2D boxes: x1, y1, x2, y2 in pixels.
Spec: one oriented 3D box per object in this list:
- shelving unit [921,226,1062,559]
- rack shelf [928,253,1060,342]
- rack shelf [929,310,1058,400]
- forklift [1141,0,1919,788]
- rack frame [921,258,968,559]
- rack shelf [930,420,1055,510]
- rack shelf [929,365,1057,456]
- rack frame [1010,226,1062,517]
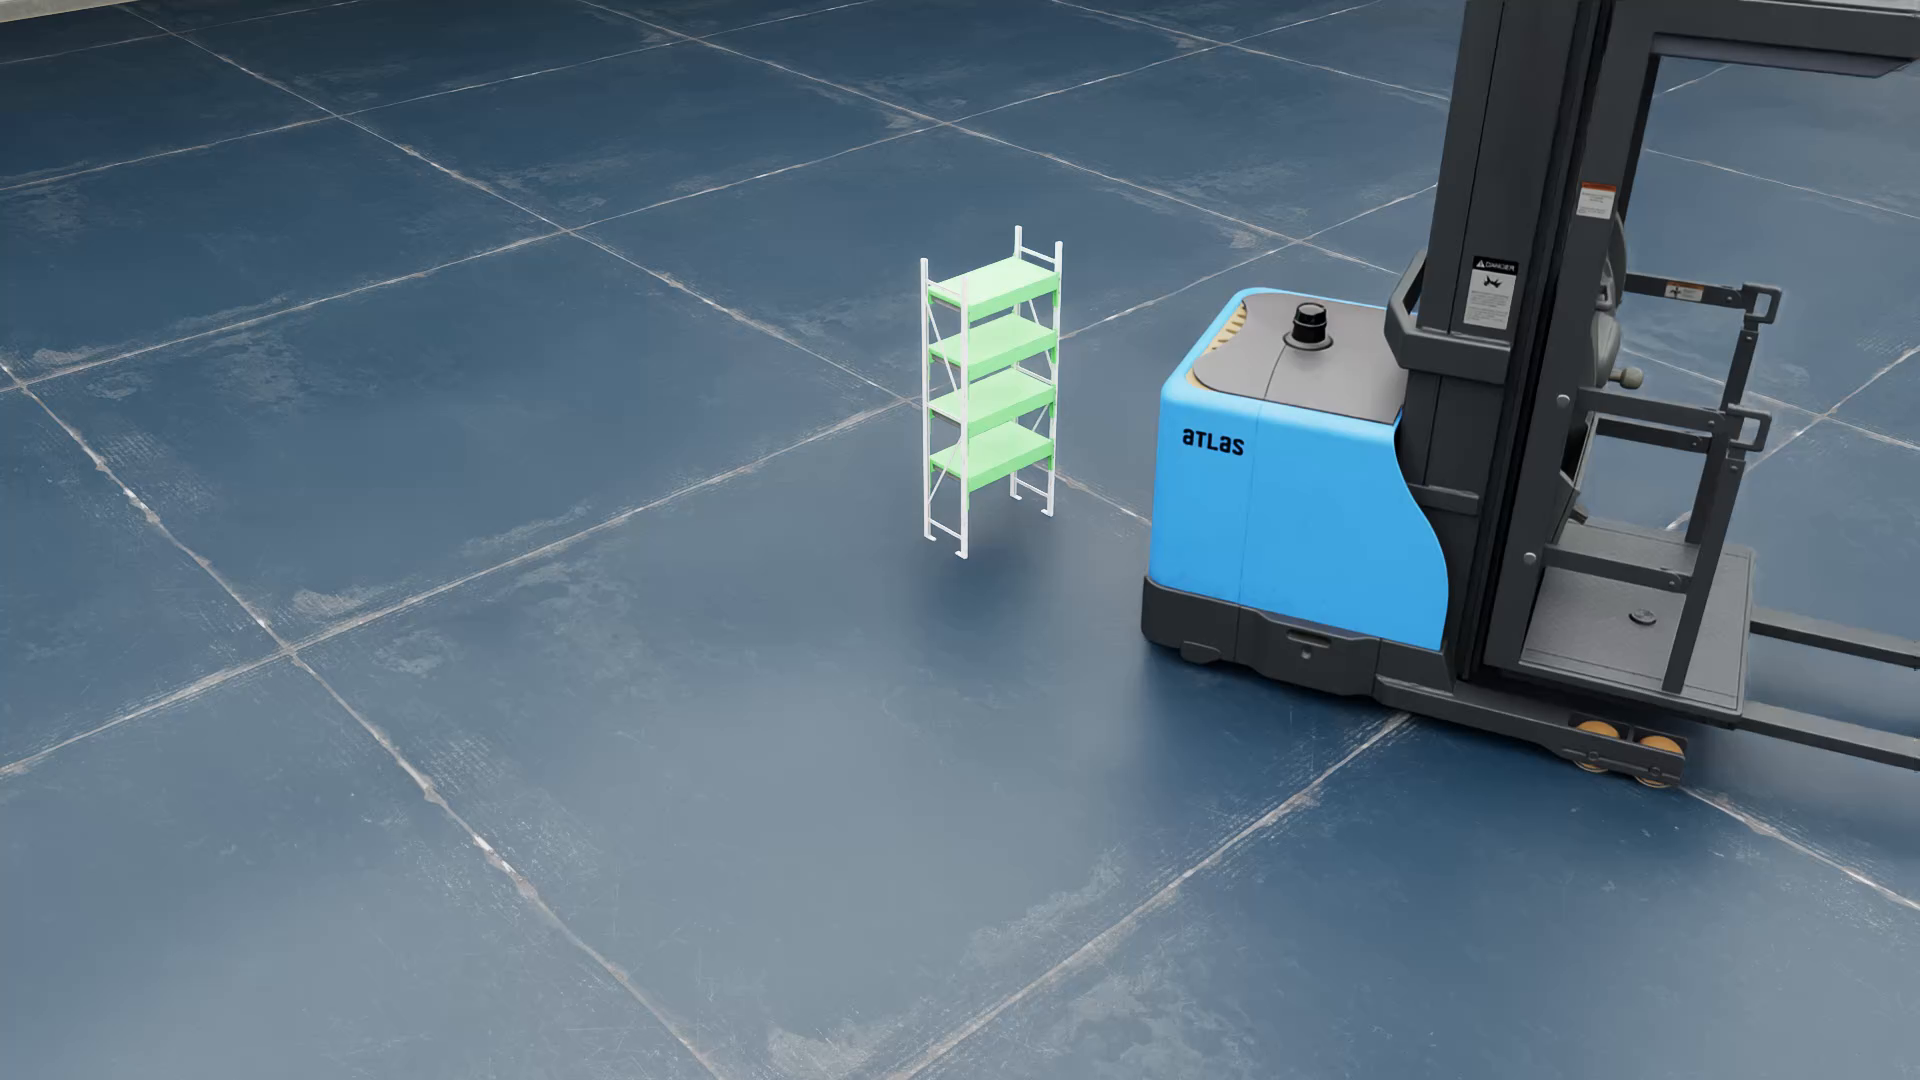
[{"bbox_3d":[0.121,-0.571,6.533,0.503,1.200,0.258,-26,40,-35],"label":"shelving unit"},{"bbox_3d":[0.121,-0.926,6.316,0.480,0.148,0.258,-26,40,-35],"label":"rack shelf"},{"bbox_3d":[0.121,-0.721,6.441,0.480,0.148,0.258,-26,40,-35],"label":"rack shelf"},{"bbox_3d":[2.222,-0.758,5.181,3.031,2.935,1.130,13,34,21],"label":"forklift"},{"bbox_3d":[-0.058,-0.484,6.391,0.015,1.200,0.240,-26,40,-35],"label":"rack frame"},{"bbox_3d":[0.121,-0.311,6.692,0.480,0.148,0.258,-26,40,-35],"label":"rack shelf"},{"bbox_3d":[0.121,-0.516,6.566,0.480,0.148,0.258,-26,40,-35],"label":"rack shelf"},{"bbox_3d":[0.300,-0.657,6.675,0.015,1.200,0.240,-26,40,-35],"label":"rack frame"}]
